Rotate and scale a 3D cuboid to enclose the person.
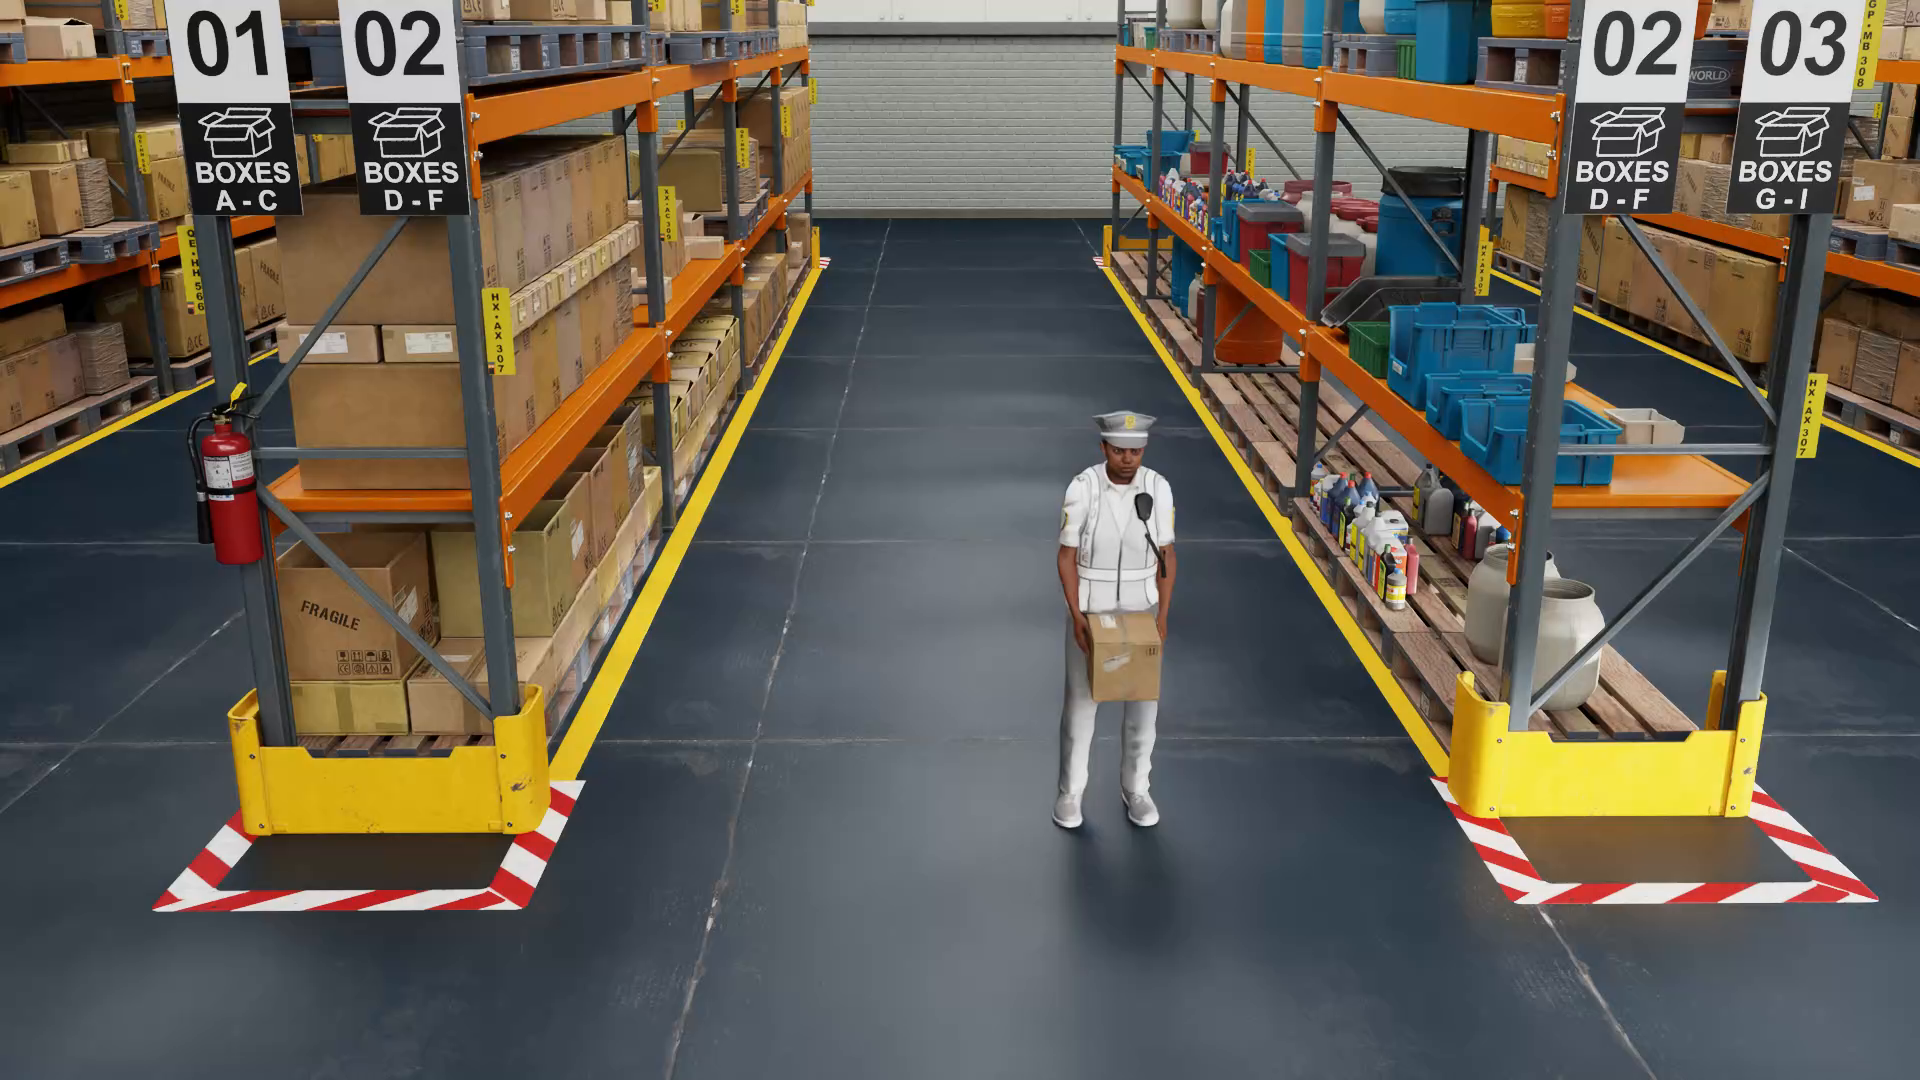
[{"bbox_3d":[0.612,0.303,6.532,0.481,1.682,0.415,-1,17,-2],"label":"person"}]
